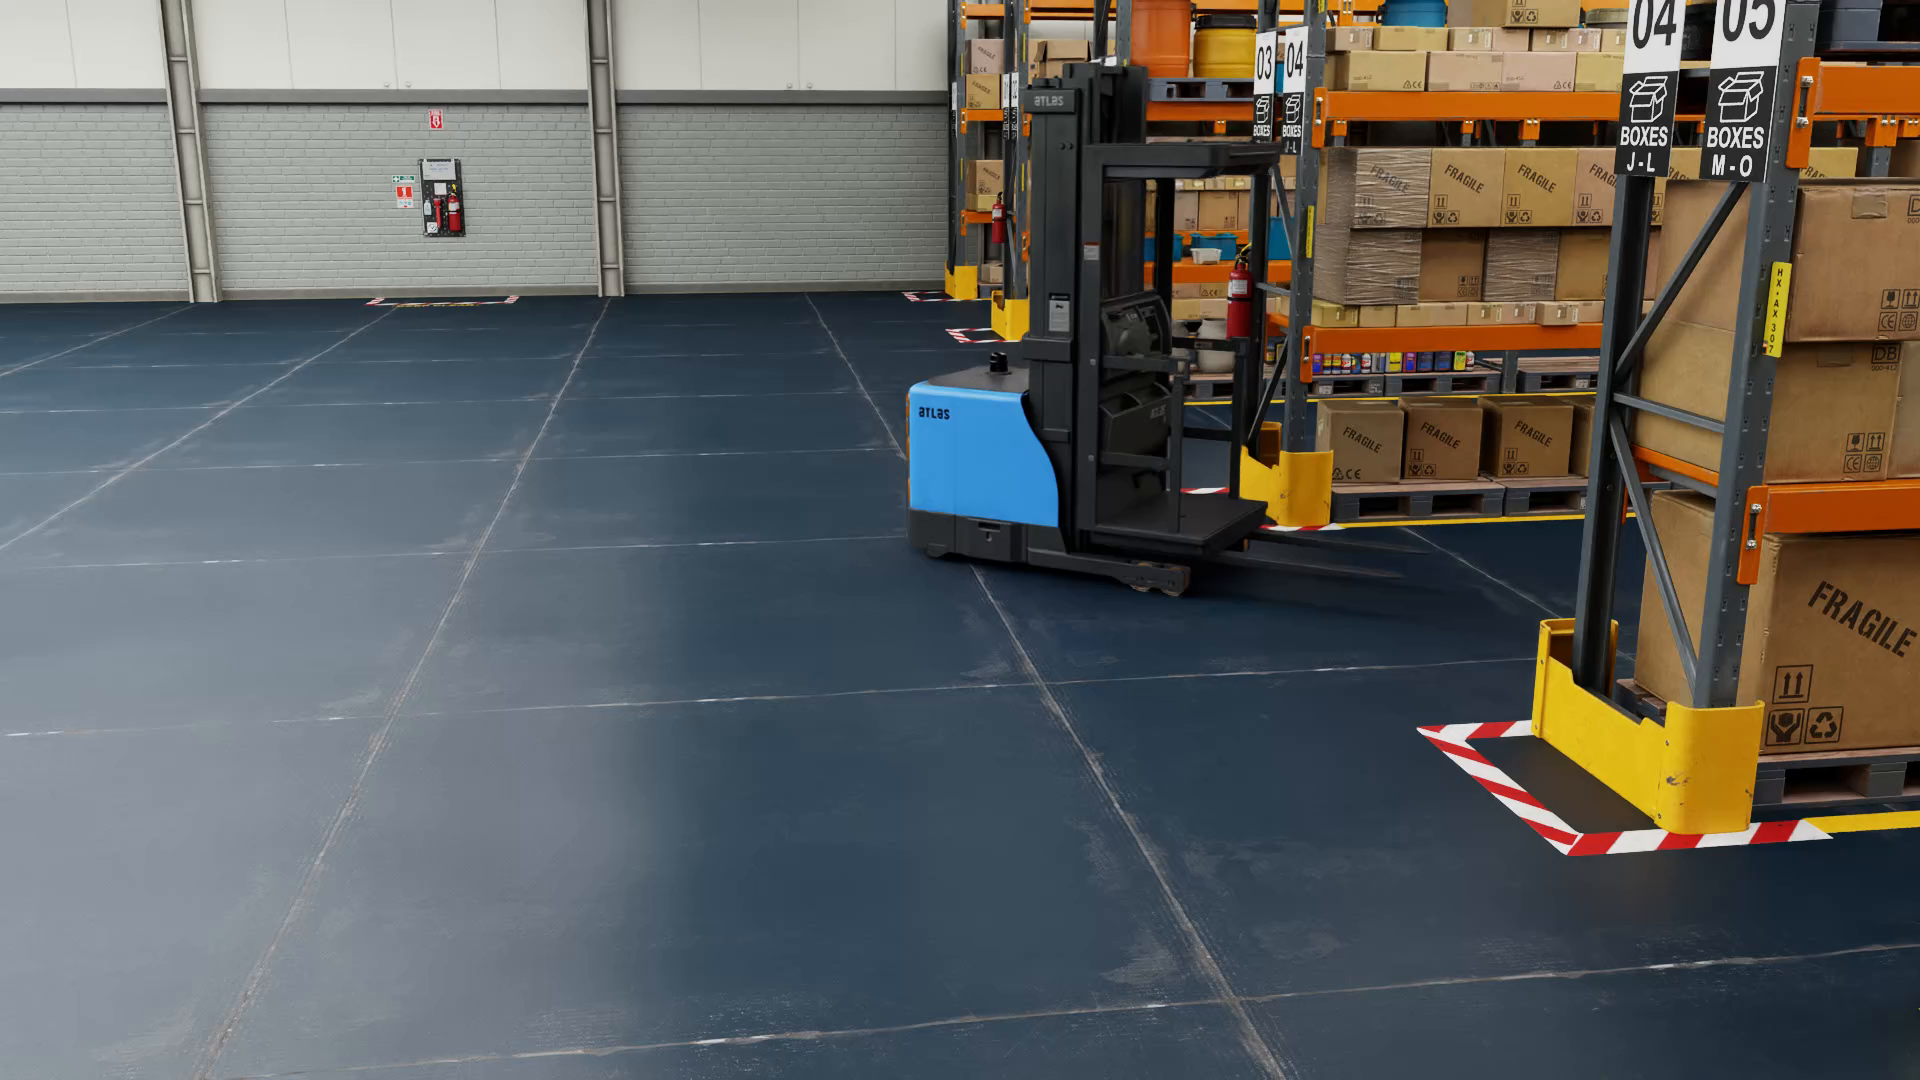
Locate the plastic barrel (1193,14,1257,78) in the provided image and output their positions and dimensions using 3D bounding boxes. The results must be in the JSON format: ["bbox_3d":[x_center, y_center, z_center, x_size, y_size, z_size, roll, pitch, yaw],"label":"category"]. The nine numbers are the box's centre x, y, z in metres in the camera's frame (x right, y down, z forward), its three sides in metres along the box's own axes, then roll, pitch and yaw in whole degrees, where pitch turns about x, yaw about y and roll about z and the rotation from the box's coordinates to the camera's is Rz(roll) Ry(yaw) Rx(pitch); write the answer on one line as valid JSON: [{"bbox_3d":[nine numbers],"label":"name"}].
[{"bbox_3d":[2.526,-4.696,15.862,0.600,0.588,0.600,0,14,0],"label":"plastic barrel"}]

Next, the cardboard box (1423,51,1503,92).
[{"bbox_3d":[3.179,-3.040,10.820,0.500,0.250,0.500,-2,14,-10],"label":"cardboard box"}]

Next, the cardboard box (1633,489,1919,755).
[{"bbox_3d":[3.455,0.301,6.861,0.875,0.875,0.875,-2,14,-8],"label":"cardboard box"}]

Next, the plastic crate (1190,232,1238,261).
[{"bbox_3d":[2.511,-2.914,16.480,0.408,0.251,0.499,-2,14,-8],"label":"plastic crate"}]

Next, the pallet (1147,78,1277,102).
[{"bbox_3d":[2.250,-4.244,15.699,1.213,0.211,1.003,-2,14,-8],"label":"pallet"}]

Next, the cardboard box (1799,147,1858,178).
[{"bbox_3d":[5.706,-2.423,11.343,0.500,0.500,0.500,-2,14,-8],"label":"cardboard box"}]

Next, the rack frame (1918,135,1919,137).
[{"bbox_3d":[12.549,-4.500,22.500,0.127,3.000,1.000,-2,14,-8],"label":"rack frame"}]

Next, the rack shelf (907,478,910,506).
[{"bbox_3d":[-0.224,-0.274,10.841,0.240,0.259,0.215,-1,14,-2],"label":"rack shelf"}]

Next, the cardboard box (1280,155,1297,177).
[{"bbox_3d":[4.200,-4.871,21.104,0.500,0.500,0.700,-2,14,-8],"label":"cardboard box"}]

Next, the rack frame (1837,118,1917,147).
[{"bbox_3d":[9.328,-3.164,17.171,0.127,3.000,1.000,-2,14,-8],"label":"rack frame"}]

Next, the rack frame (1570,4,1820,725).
[{"bbox_3d":[2.794,-0.486,6.492,0.127,3.000,1.000,-2,14,-8],"label":"rack frame"}]

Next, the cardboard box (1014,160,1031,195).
[{"bbox_3d":[0.948,-5.518,25.284,0.500,0.500,0.500,-2,14,-8],"label":"cardboard box"}]

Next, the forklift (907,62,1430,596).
[{"bbox_3d":[1.216,-1.250,9.681,3.031,2.935,1.130,8,16,28],"label":"forklift"}]

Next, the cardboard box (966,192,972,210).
[{"bbox_3d":[0.375,-5.257,25.786,0.500,0.250,0.500,-2,14,-7],"label":"cardboard box"}]

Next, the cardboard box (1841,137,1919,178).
[{"bbox_3d":[6.917,-2.317,11.699,1.000,1.000,1.000,-2,14,-8],"label":"cardboard box"}]

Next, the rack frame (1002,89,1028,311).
[{"bbox_3d":[0.683,-4.065,20.766,0.127,3.000,1.000,-2,14,-8],"label":"rack frame"}]

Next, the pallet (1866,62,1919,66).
[{"bbox_3d":[6.737,-3.188,11.487,1.003,0.211,1.213,-2,14,-8],"label":"pallet"}]

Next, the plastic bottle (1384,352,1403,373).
[{"bbox_3d":[4.270,-1.836,16.418,0.185,0.351,0.144,-2,14,-9],"label":"plastic bottle"}]

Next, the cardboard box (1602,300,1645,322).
[{"bbox_3d":[4.456,-1.576,11.357,0.250,0.149,0.380,-2,14,-8],"label":"cardboard box"}]

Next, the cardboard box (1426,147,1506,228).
[{"bbox_3d":[3.235,-2.331,10.978,0.500,0.500,0.500,-2,14,-8],"label":"cardboard box"}]

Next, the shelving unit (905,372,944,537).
[{"bbox_3d":[-0.224,-0.554,10.771,0.252,1.050,0.215,-1,14,-2],"label":"shelving unit"}]

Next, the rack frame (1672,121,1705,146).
[{"bbox_3d":[11.807,-5.692,27.251,0.127,3.000,1.000,-2,14,-8],"label":"rack frame"}]

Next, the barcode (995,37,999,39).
[{"bbox_3d":[0.569,-7.682,25.527,0.075,0.075,0.001,-2,14,-8],"label":"barcode"}]

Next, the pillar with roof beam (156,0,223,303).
[{"bbox_3d":[-10.720,-6.930,19.855,0.400,9.000,9.100,-2,14,-8],"label":"pillar with roof beam"}]

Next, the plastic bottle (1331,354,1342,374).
[{"bbox_3d":[3.694,-1.771,16.320,0.097,0.271,0.097,0,14,0],"label":"plastic bottle"}]

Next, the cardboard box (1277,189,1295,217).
[{"bbox_3d":[4.200,-4.241,21.262,0.500,0.500,0.700,-2,14,-10],"label":"cardboard box"}]

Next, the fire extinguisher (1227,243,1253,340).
[{"bbox_3d":[1.973,-1.752,11.699,0.183,0.674,0.296,-2,14,-8],"label":"fire extinguisher"}]

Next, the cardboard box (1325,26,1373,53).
[{"bbox_3d":[2.462,-3.212,10.687,0.250,0.149,0.380,-2,14,-9],"label":"cardboard box"}]

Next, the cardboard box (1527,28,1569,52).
[{"bbox_3d":[3.753,-3.251,10.842,0.250,0.149,0.380,-3,14,-11],"label":"cardboard box"}]

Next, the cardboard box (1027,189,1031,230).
[{"bbox_3d":[1.146,-4.128,20.809,0.500,0.500,0.700,-2,14,-8],"label":"cardboard box"}]

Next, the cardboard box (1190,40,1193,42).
[{"bbox_3d":[3.442,-7.317,25.261,0.500,0.500,0.500,-3,14,-13],"label":"cardboard box"}]

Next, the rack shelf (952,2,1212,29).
[{"bbox_3d":[1.919,-7.889,25.164,4.000,0.370,1.077,-2,14,-8],"label":"rack shelf"}]

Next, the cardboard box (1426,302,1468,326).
[{"bbox_3d":[3.216,-1.538,11.203,0.250,0.149,0.380,-2,14,-8],"label":"cardboard box"}]

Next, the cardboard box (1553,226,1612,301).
[{"bbox_3d":[4.177,-1.959,11.548,0.500,0.500,0.875,-2,14,-8],"label":"cardboard box"}]

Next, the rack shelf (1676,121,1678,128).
[{"bbox_3d":[13.785,-6.870,27.263,4.000,0.370,1.077,-2,14,-8],"label":"rack shelf"}]

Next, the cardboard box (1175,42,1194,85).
[{"bbox_3d":[2.991,-5.958,20.782,0.637,0.503,0.797,-1,14,-2],"label":"cardboard box"}]

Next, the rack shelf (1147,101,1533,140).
[{"bbox_3d":[3.395,-4.052,16.026,4.000,0.370,1.077,-2,14,-8],"label":"rack shelf"}]

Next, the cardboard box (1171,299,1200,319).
[{"bbox_3d":[2.730,-2.955,21.129,0.500,0.250,0.500,-2,14,-8],"label":"cardboard box"}]

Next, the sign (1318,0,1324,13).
[{"bbox_3d":[2.236,-3.431,10.273,0.005,0.325,0.100,-2,14,-8],"label":"sign"}]

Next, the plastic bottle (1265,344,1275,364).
[{"bbox_3d":[3.168,-1.902,16.987,0.097,0.201,0.097,0,14,0],"label":"plastic bottle"}]

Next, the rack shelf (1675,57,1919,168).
[{"bbox_3d":[4.772,-1.664,6.504,4.000,0.370,1.077,-2,14,-8],"label":"rack shelf"}]

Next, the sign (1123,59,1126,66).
[{"bbox_3d":[1.495,-4.201,15.120,0.005,0.325,0.100,-2,14,-8],"label":"sign"}]

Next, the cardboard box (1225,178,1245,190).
[{"bbox_3d":[3.395,-4.476,20.863,0.250,0.149,0.380,-2,14,-9],"label":"cardboard box"}]

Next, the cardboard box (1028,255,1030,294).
[{"bbox_3d":[1.169,-3.390,21.321,0.500,0.500,0.500,-2,14,-8],"label":"cardboard box"}]

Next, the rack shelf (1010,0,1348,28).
[{"bbox_3d":[2.661,-6.505,20.462,4.000,0.370,1.077,-2,14,-8],"label":"rack shelf"}]

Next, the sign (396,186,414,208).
[{"bbox_3d":[-8.440,-5.215,25.275,0.234,0.329,0.001,-2,14,-8],"label":"sign"}]

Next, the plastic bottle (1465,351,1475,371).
[{"bbox_3d":[5.060,-1.787,16.528,0.097,0.201,0.097,0,14,0],"label":"plastic bottle"}]

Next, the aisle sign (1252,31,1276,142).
[{"bbox_3d":[2.049,-3.013,11.227,0.004,0.787,0.394,-2,14,-8],"label":"aisle sign"}]

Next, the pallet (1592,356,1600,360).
[{"bbox_3d":[7.352,-1.749,17.262,1.213,0.211,1.003,-2,14,-8],"label":"pallet"}]

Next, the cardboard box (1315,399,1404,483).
[{"bbox_3d":[2.775,-0.692,11.591,0.500,0.500,0.500,1,14,2],"label":"cardboard box"}]
